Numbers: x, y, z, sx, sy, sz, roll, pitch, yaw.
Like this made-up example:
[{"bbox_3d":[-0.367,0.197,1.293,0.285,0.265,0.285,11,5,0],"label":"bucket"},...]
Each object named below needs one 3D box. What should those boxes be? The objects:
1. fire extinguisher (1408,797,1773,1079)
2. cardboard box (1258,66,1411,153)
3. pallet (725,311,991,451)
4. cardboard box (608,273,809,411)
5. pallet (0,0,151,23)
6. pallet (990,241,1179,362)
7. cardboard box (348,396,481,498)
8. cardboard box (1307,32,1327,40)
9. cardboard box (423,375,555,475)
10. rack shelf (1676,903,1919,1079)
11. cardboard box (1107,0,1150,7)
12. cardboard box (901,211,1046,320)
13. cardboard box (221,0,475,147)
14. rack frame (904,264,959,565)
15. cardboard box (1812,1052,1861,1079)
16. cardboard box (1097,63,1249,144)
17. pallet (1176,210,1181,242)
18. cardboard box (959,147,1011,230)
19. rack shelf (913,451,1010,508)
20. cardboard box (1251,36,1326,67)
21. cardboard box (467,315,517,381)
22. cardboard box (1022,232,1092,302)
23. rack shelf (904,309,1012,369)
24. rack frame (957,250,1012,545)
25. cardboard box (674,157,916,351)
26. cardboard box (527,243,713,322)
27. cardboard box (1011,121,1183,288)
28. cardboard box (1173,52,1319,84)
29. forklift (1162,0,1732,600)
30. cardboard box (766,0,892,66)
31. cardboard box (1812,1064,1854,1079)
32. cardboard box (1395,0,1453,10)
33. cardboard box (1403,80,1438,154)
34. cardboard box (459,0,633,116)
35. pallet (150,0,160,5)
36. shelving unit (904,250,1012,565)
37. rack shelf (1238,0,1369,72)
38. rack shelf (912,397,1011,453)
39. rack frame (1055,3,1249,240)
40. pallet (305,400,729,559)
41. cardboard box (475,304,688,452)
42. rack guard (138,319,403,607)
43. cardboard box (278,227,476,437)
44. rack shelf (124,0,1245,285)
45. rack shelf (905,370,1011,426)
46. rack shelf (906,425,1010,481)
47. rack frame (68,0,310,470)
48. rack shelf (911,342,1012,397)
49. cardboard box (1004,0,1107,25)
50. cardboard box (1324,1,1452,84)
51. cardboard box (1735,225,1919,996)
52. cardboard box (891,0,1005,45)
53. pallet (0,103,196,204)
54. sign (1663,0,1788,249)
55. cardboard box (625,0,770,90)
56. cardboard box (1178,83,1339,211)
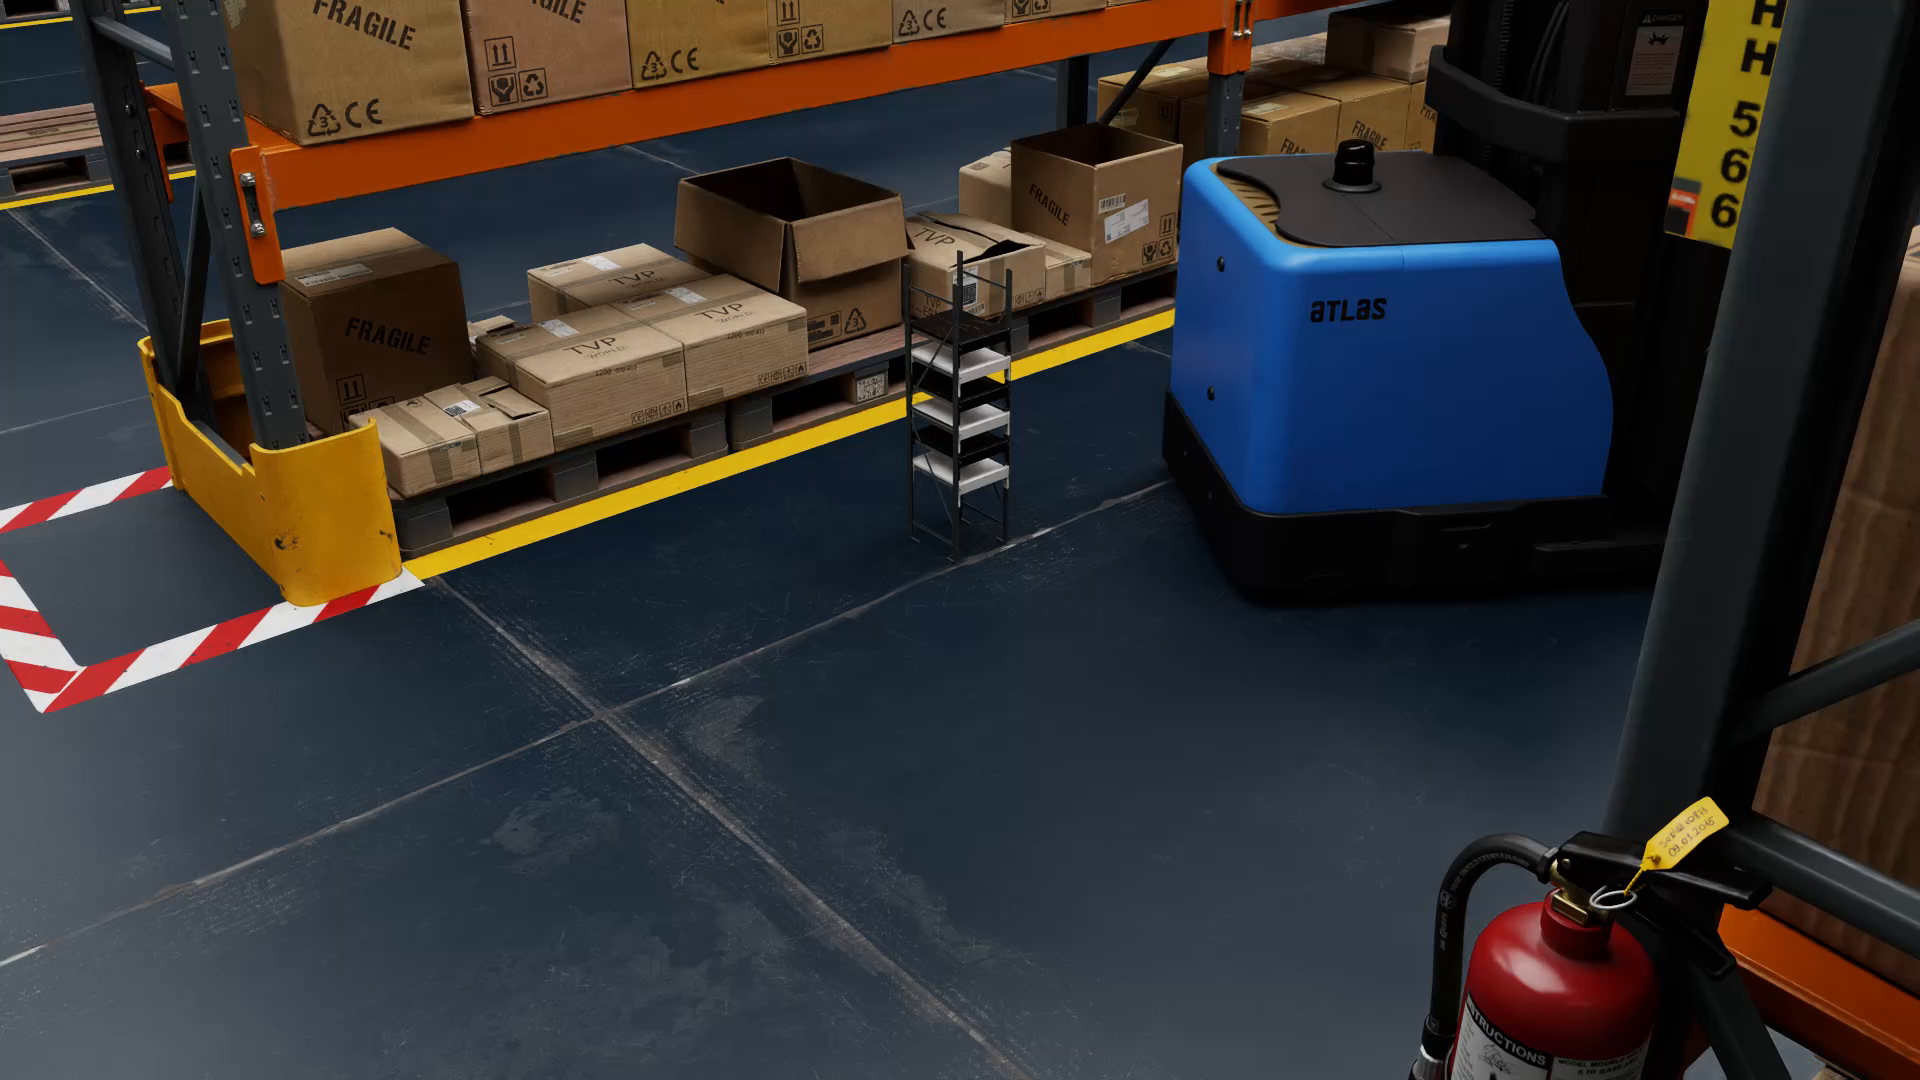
[{"bbox_3d":[0.565,0.502,1.606,0.183,0.674,0.296,-22,35,-35],"label":"fire extinguisher"},{"bbox_3d":[1.729,-1.895,7.799,0.500,0.500,0.500,-21,35,-34],"label":"cardboard box"},{"bbox_3d":[-0.648,-0.761,6.450,1.213,0.211,1.003,-22,35,-35],"label":"pallet"},{"bbox_3d":[-0.880,-0.704,5.836,0.500,0.250,0.500,-22,35,-35],"label":"cardboard box"},{"bbox_3d":[-7.181,-4.319,13.109,1.213,0.211,1.003,-22,35,-35],"label":"pallet"},{"bbox_3d":[0.281,-1.136,7.152,1.213,0.211,1.003,-22,35,-35],"label":"pallet"},{"bbox_3d":[-1.697,-0.294,5.175,0.250,0.149,0.380,-22,35,-35],"label":"cardboard box"},{"bbox_3d":[2.142,-2.379,8.705,0.500,0.500,0.500,-23,36,-37],"label":"cardboard box"},{"bbox_3d":[-1.507,-0.378,5.314,0.250,0.166,0.380,-22,35,-35],"label":"cardboard box"},{"bbox_3d":[2.501,0.128,2.591,4.000,0.370,1.077,-22,35,-35],"label":"rack shelf"},{"bbox_3d":[0.590,-2.375,6.406,0.500,0.500,0.500,-21,35,-34],"label":"cardboard box"},{"bbox_3d":[-0.016,-1.079,6.472,0.500,0.311,0.500,-22,35,-35],"label":"cardboard box"},{"bbox_3d":[-1.730,-1.438,4.651,0.500,0.500,0.500,-21,35,-34],"label":"cardboard box"},{"bbox_3d":[-0.084,-0.363,4.975,0.006,0.900,0.240,-22,35,-35],"label":"rack frame"},{"bbox_3d":[1.426,0.699,2.277,0.250,0.149,0.380,-22,35,-35],"label":"cardboard box"},{"bbox_3d":[0.993,-1.921,7.848,0.500,0.500,0.500,-22,35,-35],"label":"cardboard box"},{"bbox_3d":[1.398,-1.608,8.036,1.213,0.211,1.003,-22,35,-35],"label":"pallet"},{"bbox_3d":[0.344,-1.533,7.322,0.500,0.311,0.500,-22,35,-35],"label":"cardboard box"},{"bbox_3d":[-0.006,-0.206,5.134,0.200,0.077,0.258,-22,35,-35],"label":"rack shelf"},{"bbox_3d":[1.757,-2.223,8.412,0.500,0.500,0.500,-21,35,-34],"label":"cardboard box"},{"bbox_3d":[-1.619,-0.643,5.810,0.250,0.166,0.380,-22,35,-35],"label":"cardboard box"},{"bbox_3d":[0.308,-1.100,6.684,0.250,0.149,0.380,-22,35,-35],"label":"cardboard box"},{"bbox_3d":[-0.006,-0.603,4.922,0.200,0.077,0.258,-22,35,-35],"label":"rack shelf"},{"bbox_3d":[0.071,-0.426,5.091,0.006,0.900,0.240,-22,35,-35],"label":"rack frame"},{"bbox_3d":[-0.622,-1.092,6.293,0.637,0.503,0.797,-22,35,-35],"label":"cardboard box"},{"bbox_3d":[-1.243,-0.868,6.142,0.500,0.250,0.500,-22,35,-35],"label":"cardboard box"},{"bbox_3d":[0.555,-1.391,6.857,0.500,0.500,0.500,-22,35,-35],"label":"cardboard box"},{"bbox_3d":[1.375,-2.069,8.125,0.500,0.500,0.500,-22,35,-35],"label":"cardboard box"},{"bbox_3d":[2.244,-1.417,4.792,3.031,2.935,1.130,-4,28,-7],"label":"forklift"},{"bbox_3d":[-0.576,-1.902,5.521,0.500,0.500,0.500,-21,35,-34],"label":"cardboard box"},{"bbox_3d":[1.447,1.090,2.234,0.500,0.500,0.700,-22,35,-35],"label":"cardboard box"},{"bbox_3d":[2.472,-2.518,8.170,0.500,0.250,0.500,-23,36,-36],"label":"cardboard box"},{"bbox_3d":[2.114,-2.045,8.080,0.500,0.500,0.500,-21,35,-34],"label":"cardboard box"},{"bbox_3d":[-1.341,-1.597,4.950,0.500,0.500,0.500,-22,35,-35],"label":"cardboard box"},{"bbox_3d":[-6.252,-4.695,13.811,1.213,0.211,1.003,-22,35,-35],"label":"pallet"},{"bbox_3d":[-0.006,-0.394,5.033,0.210,0.900,0.258,-22,35,-35],"label":"shelving unit"},{"bbox_3d":[2.326,-2.870,8.202,4.000,0.370,1.077,-22,35,-35],"label":"rack shelf"},{"bbox_3d":[-0.006,-0.365,5.049,0.200,0.077,0.258,-22,35,-35],"label":"rack shelf"},{"bbox_3d":[0.804,-2.576,6.888,0.127,3.000,1.000,-22,35,-35],"label":"rack frame"},{"bbox_3d":[-1.575,-0.390,5.756,1.213,0.211,1.003,-22,35,-35],"label":"pallet"},{"bbox_3d":[-1.261,-0.551,5.549,0.500,0.250,0.500,-22,35,-35],"label":"cardboard box"},{"bbox_3d":[-2.181,-0.273,5.230,0.348,0.500,1.175,-22,35,-35],"label":"rack guard"},{"bbox_3d":[-1.985,-0.698,5.560,0.500,0.500,0.500,-22,35,-35],"label":"cardboard box"},{"bbox_3d":[-0.717,-1.647,5.912,4.000,0.370,1.077,-22,35,-35],"label":"rack shelf"},{"bbox_3d":[-0.006,-0.444,5.007,0.200,0.077,0.258,-22,35,-35],"label":"rack shelf"},{"bbox_3d":[-0.006,-0.286,5.091,0.200,0.077,0.258,-22,35,-35],"label":"rack shelf"},{"bbox_3d":[-2.239,-1.352,4.598,0.127,3.000,1.000,-22,35,-35],"label":"rack frame"},{"bbox_3d":[-0.006,-0.524,4.964,0.200,0.077,0.258,-22,35,-35],"label":"rack shelf"},{"bbox_3d":[0.199,-2.217,6.110,0.500,0.500,0.500,-21,34,-34],"label":"cardboard box"},{"bbox_3d":[2.091,-2.365,7.882,0.500,0.250,0.500,-22,35,-35],"label":"cardboard box"},{"bbox_3d":[1.361,0.131,1.504,0.700,0.700,0.980,-20,34,-33],"label":"cardboard box"},{"bbox_3d":[-0.190,-2.059,5.814,0.500,0.500,0.500,-21,35,-34],"label":"cardboard box"},{"bbox_3d":[-4.799,-2.138,9.027,1.213,0.211,1.003,-22,35,-35],"label":"pallet"},{"bbox_3d":[0.637,-0.391,1.320,0.005,0.325,0.100,-22,35,-35],"label":"sign"},{"bbox_3d":[-0.958,-1.750,5.236,0.500,0.500,0.500,-22,35,-35],"label":"cardboard box"},{"bbox_3d":[1.330,-1.728,7.486,0.500,0.500,0.500,-24,36,-37],"label":"cardboard box"}]
